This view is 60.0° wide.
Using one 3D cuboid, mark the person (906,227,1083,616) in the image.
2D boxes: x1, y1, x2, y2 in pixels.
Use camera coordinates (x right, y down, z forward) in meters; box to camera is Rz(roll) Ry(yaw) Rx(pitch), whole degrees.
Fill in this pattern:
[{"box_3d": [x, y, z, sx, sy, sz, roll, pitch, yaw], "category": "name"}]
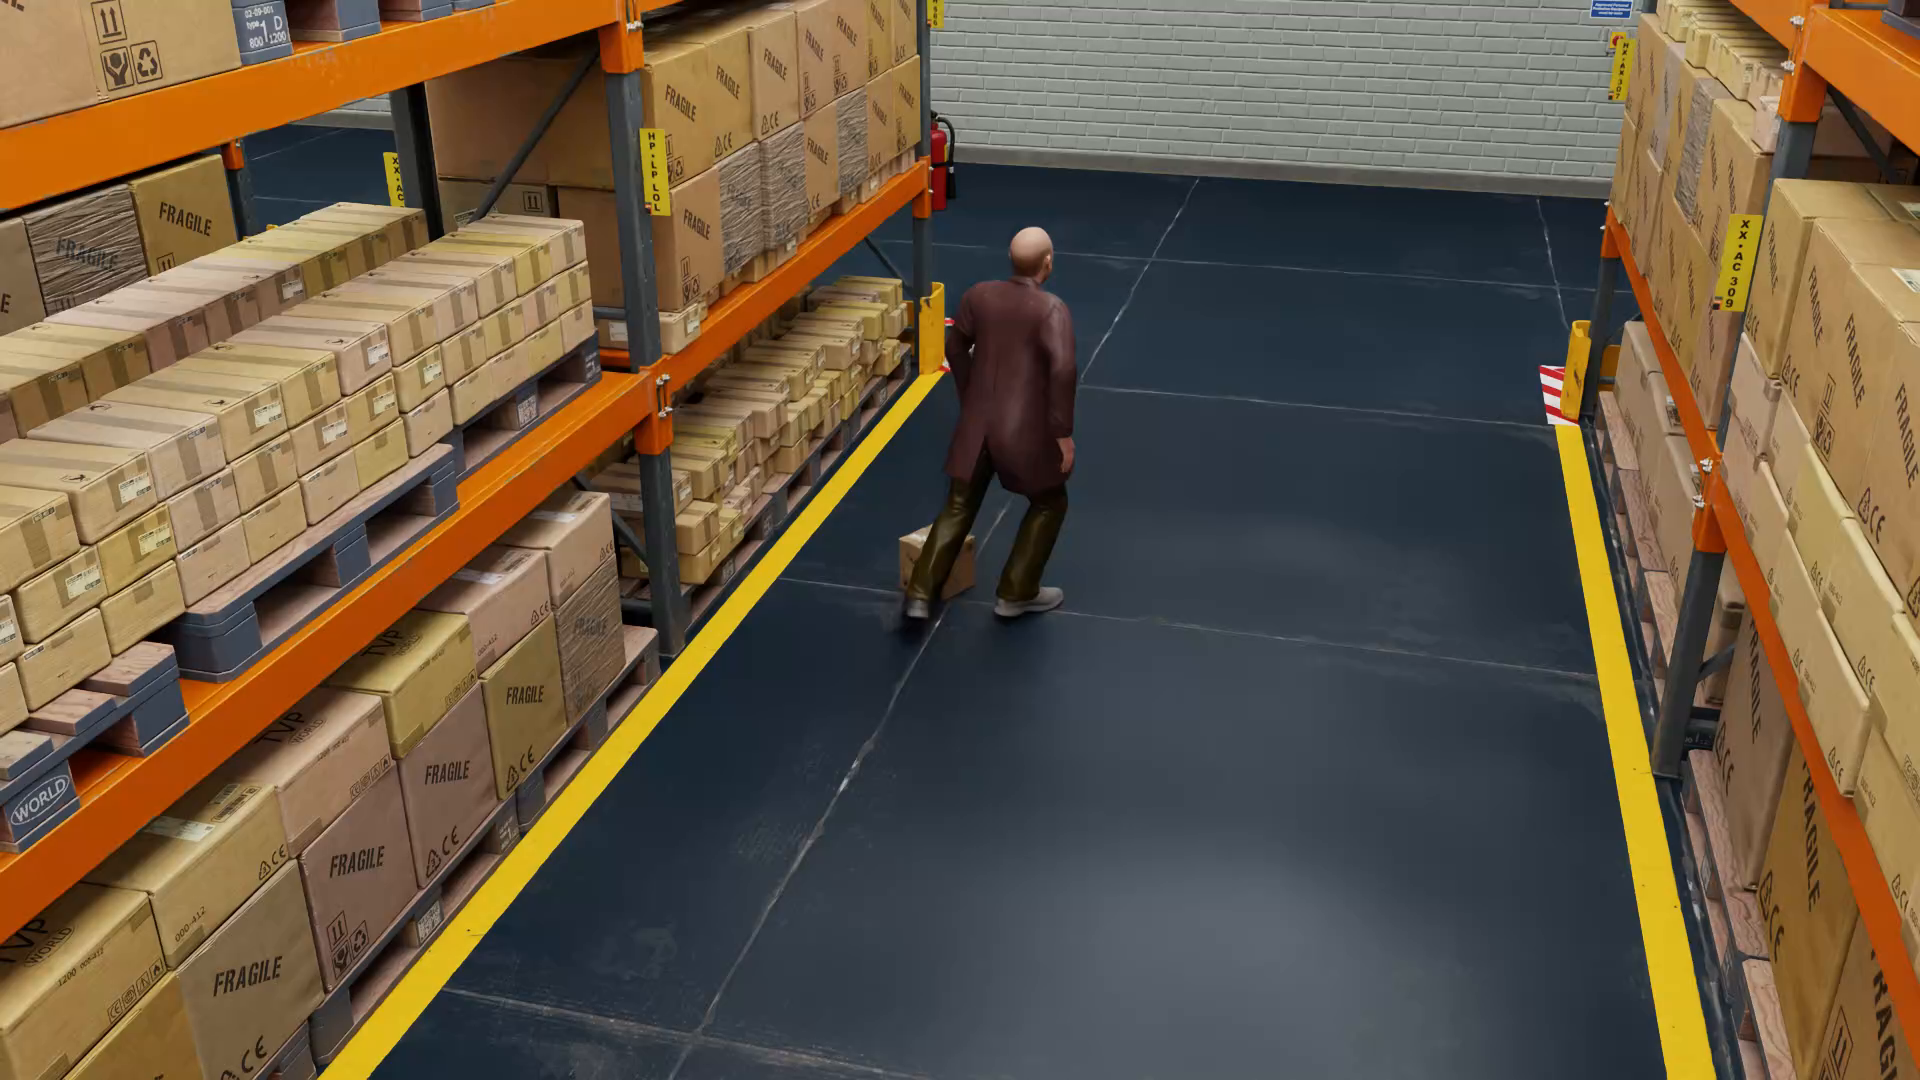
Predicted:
[{"box_3d": [0.166, -0.438, 7.146, 0.728, 1.717, 0.811, 18, 30, 33], "category": "person"}]
